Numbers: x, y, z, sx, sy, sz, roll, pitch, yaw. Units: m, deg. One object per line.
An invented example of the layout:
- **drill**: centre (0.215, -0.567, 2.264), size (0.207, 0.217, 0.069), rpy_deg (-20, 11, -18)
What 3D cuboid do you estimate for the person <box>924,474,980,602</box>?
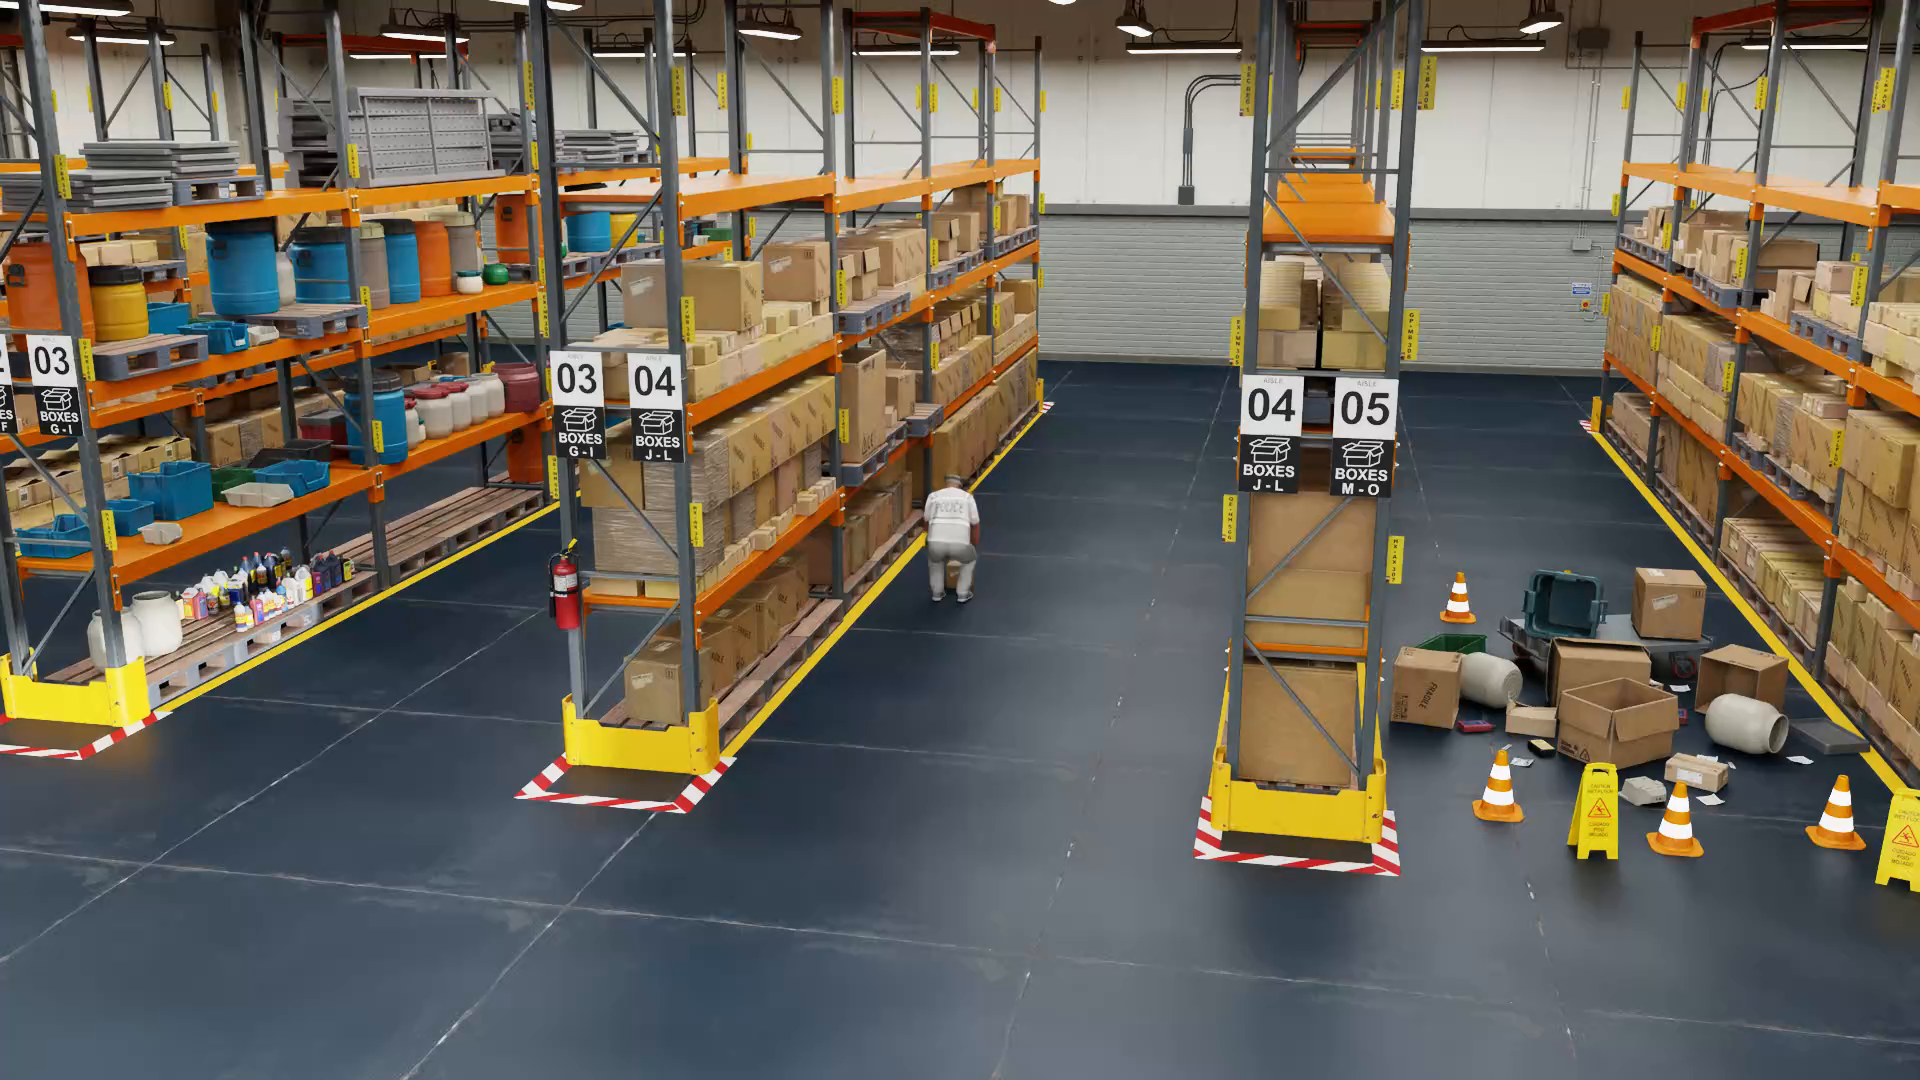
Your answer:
- **person**: centre (-0.112, -0.016, 17.101), size (0.580, 1.234, 0.890), rpy_deg (3, 15, 11)
